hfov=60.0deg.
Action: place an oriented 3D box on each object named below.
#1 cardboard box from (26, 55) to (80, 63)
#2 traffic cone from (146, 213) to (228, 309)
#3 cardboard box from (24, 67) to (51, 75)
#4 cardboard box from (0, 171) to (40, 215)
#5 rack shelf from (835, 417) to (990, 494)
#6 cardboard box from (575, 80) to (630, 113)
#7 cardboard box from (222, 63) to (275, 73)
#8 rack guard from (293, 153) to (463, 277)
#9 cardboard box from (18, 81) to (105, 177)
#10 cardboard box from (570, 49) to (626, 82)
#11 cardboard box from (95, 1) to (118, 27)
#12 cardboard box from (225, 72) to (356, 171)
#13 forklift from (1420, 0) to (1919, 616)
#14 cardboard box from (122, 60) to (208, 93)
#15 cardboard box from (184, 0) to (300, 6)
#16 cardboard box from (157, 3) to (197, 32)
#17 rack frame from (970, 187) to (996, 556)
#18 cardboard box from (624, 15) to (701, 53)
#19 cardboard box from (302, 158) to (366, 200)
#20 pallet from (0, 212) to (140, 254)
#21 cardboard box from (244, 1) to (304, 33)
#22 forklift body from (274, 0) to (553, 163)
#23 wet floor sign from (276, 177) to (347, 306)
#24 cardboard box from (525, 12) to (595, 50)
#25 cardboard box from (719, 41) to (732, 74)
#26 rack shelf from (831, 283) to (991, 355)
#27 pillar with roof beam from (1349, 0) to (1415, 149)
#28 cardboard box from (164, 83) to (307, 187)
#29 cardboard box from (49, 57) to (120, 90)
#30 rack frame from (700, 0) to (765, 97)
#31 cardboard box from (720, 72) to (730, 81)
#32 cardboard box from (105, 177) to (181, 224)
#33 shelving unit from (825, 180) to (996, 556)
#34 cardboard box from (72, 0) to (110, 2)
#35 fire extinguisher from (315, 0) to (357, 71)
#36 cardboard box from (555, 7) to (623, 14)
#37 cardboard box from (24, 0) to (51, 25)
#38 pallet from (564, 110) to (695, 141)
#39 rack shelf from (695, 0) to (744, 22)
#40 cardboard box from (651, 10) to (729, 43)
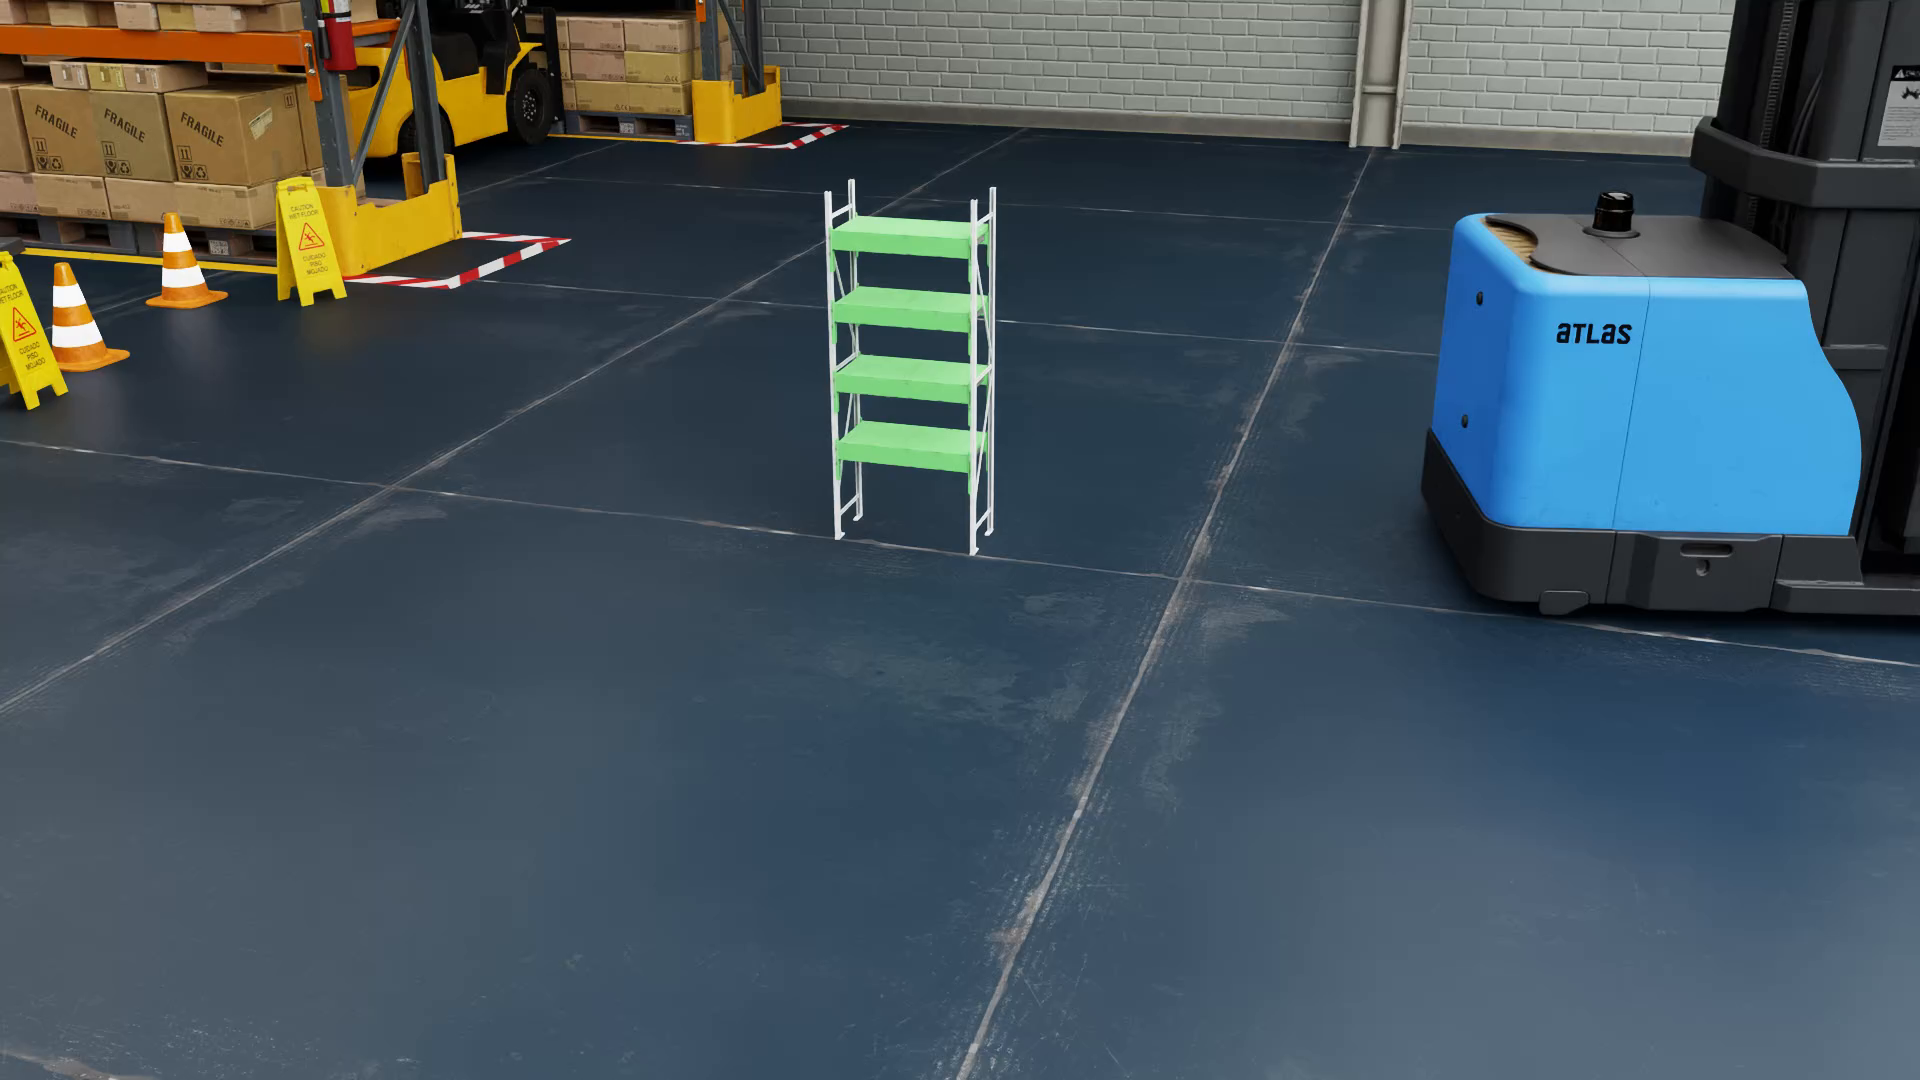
[{"bbox_3d":[-8.358,-4.727,15.918,0.625,0.625,0.875,7,23,17],"label":"cardboard box"},{"bbox_3d":[-4.134,-1.498,8.812,0.334,0.463,0.336,7,23,16],"label":"traffic cone"},{"bbox_3d":[-5.559,-2.723,10.537,0.500,0.500,0.500,8,24,18],"label":"cardboard box"},{"bbox_3d":[-5.670,-2.179,10.200,0.500,0.250,0.500,6,23,15],"label":"cardboard box"},{"bbox_3d":[-0.158,-0.292,5.702,0.480,0.148,0.258,7,23,16],"label":"rack shelf"},{"bbox_3d":[-2.934,-3.814,14.185,0.500,0.250,0.500,7,23,15],"label":"cardboard box"},{"bbox_3d":[-6.252,-4.484,15.325,0.625,0.625,0.875,8,24,18],"label":"cardboard box"},{"bbox_3d":[-3.423,-1.945,9.853,0.348,0.500,1.175,7,23,16],"label":"rack guard"},{"bbox_3d":[-5.174,-2.469,9.919,0.500,0.500,0.500,6,23,14],"label":"cardboard box"},{"bbox_3d":[-2.953,-4.049,14.100,0.500,0.250,0.500,6,23,15],"label":"cardboard box"},{"bbox_3d":[-4.744,-3.060,9.608,0.250,0.149,0.380,7,23,16],"label":"cardboard box"},{"bbox_3d":[-4.065,-2.554,10.124,0.500,0.500,0.500,6,23,14],"label":"cardboard box"},{"bbox_3d":[3.146,-1.263,4.988,3.031,2.935,1.130,1,22,3],"label":"forklift"},{"bbox_3d":[-4.563,-2.671,9.557,0.250,0.149,0.380,7,23,17],"label":"cardboard box"},{"bbox_3d":[-3.949,-3.236,9.184,0.500,0.500,0.500,6,23,15],"label":"cardboard box"},{"bbox_3d":[-4.284,-2.964,9.373,0.250,0.149,0.380,6,23,15],"label":"cardboard box"},{"bbox_3d":[0.075,-0.547,5.521,0.015,1.200,0.240,7,23,16],"label":"rack frame"},{"bbox_3d":[-2.451,-4.219,13.855,0.500,0.250,0.500,7,23,17],"label":"cardboard box"},{"bbox_3d":[-4.042,-2.204,10.261,0.500,0.250,0.500,6,23,15],"label":"cardboard box"},{"bbox_3d":[-5.355,-2.048,10.484,1.213,0.211,1.003,7,23,16],"label":"pallet"},{"bbox_3d":[-3.770,-2.940,9.316,0.250,0.149,0.380,7,23,17],"label":"cardboard box"},{"bbox_3d":[-4.262,-4.049,12.808,1.214,2.155,2.313,7,23,16],"label":"forklift body"},{"bbox_3d":[-3.477,-1.594,8.806,0.232,0.644,0.267,16,27,34],"label":"wet floor sign"},{"bbox_3d":[-3.427,-4.324,14.112,0.500,0.250,0.500,7,23,16],"label":"cardboard box"},{"bbox_3d":[-2.310,-4.177,14.413,0.500,0.250,0.500,7,23,16],"label":"cardboard box"},{"bbox_3d":[-0.158,-0.736,5.520,0.480,0.148,0.258,7,23,16],"label":"rack shelf"},{"bbox_3d":[2.175,-5.854,8.185,0.400,9.000,9.100,7,23,16],"label":"pillar with roof beam"},{"bbox_3d":[-4.192,-2.355,9.641,0.500,0.500,0.500,7,23,16],"label":"cardboard box"},{"bbox_3d":[-5.055,-2.729,9.699,0.250,0.149,0.380,8,23,18],"label":"cardboard box"},{"bbox_3d":[-1.920,-4.897,13.756,0.127,3.000,1.000,7,23,16],"label":"rack frame"},{"bbox_3d":[-2.334,-3.944,14.502,0.500,0.250,0.500,7,23,16],"label":"cardboard box"},{"bbox_3d":[-4.695,-2.066,9.923,0.500,0.250,0.500,7,23,16],"label":"cardboard box"},{"bbox_3d":[-0.158,-0.573,5.587,0.503,1.200,0.258,7,23,16],"label":"shelving unit"},{"bbox_3d":[-4.905,-3.349,9.458,0.500,0.500,0.500,6,23,15],"label":"cardboard box"},{"bbox_3d":[-3.374,-2.877,8.934,0.183,0.674,0.296,7,23,16],"label":"fire extinguisher"},{"bbox_3d":[-3.280,-4.515,14.578,0.500,0.250,0.500,6,23,15],"label":"cardboard box"},{"bbox_3d":[-5.228,-3.115,9.742,0.250,0.149,0.380,7,23,16],"label":"cardboard box"},{"bbox_3d":[-2.664,-3.676,14.452,1.213,0.211,1.003,7,23,16],"label":"pallet"},{"bbox_3d":[-3.835,-4.783,14.427,4.000,0.370,1.077,7,23,16],"label":"rack shelf"},{"bbox_3d":[-2.325,-4.403,14.304,0.500,0.250,0.500,6,23,15],"label":"cardboard box"}]
